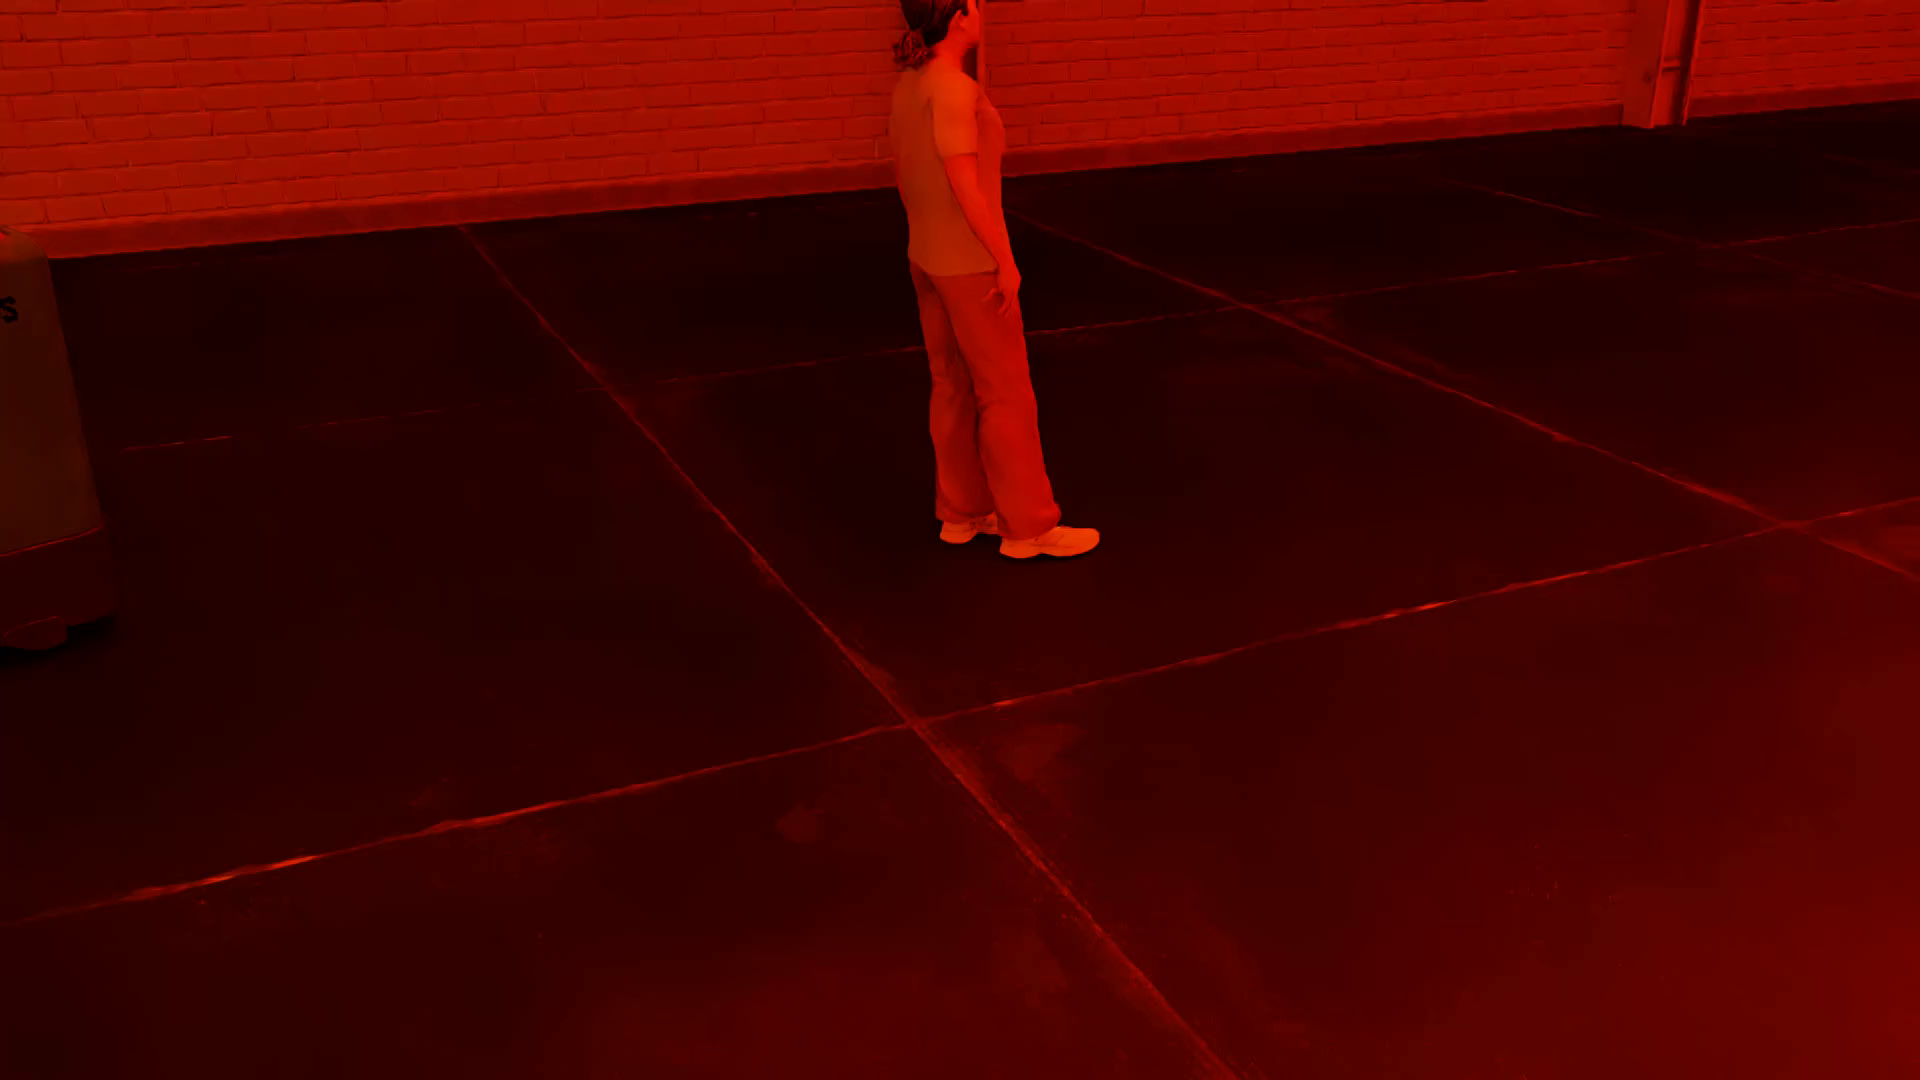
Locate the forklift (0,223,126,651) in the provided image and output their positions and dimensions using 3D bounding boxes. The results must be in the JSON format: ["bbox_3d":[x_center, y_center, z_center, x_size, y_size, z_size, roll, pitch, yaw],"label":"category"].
[{"bbox_3d":[-3.656,-0.836,3.298,1.130,2.935,3.031,21,30,41],"label":"forklift"}]

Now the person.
[{"bbox_3d":[0.072,-0.784,4.805,0.548,1.663,0.554,-10,25,-23],"label":"person"}]
